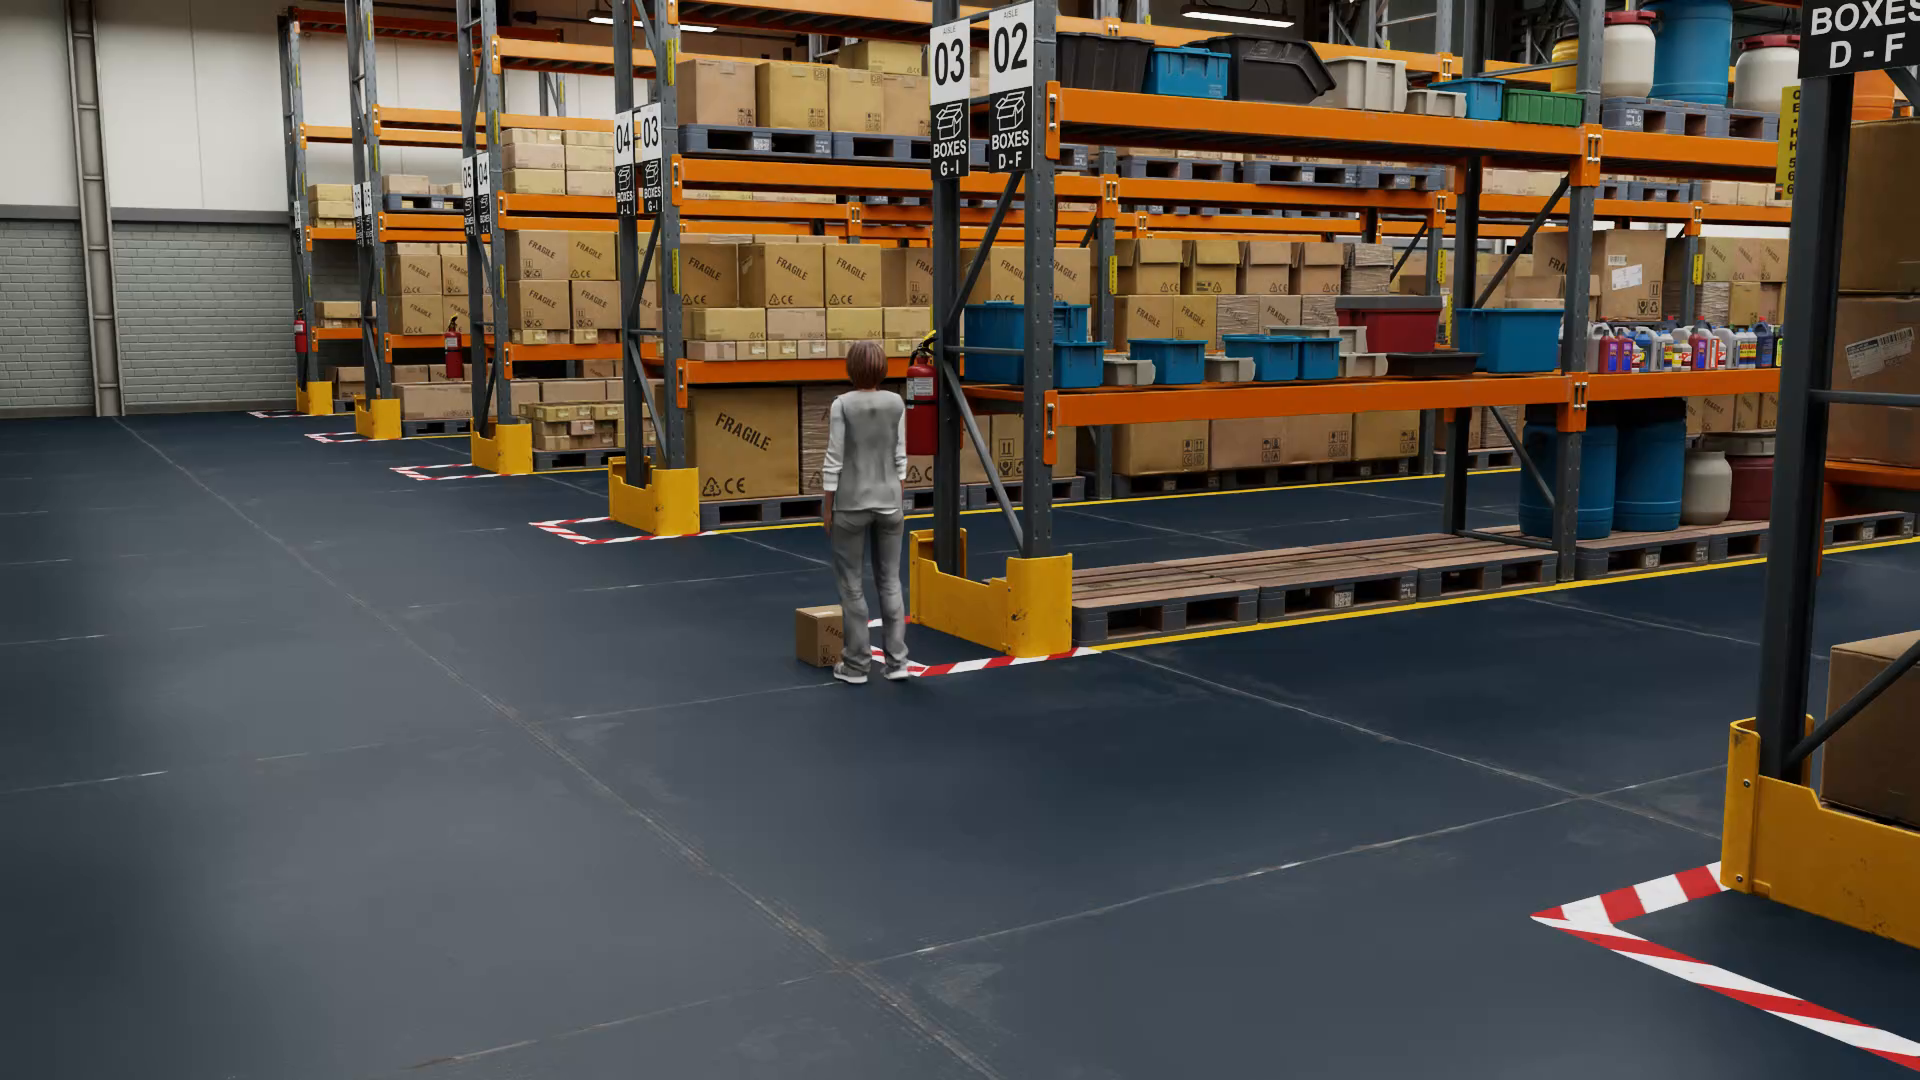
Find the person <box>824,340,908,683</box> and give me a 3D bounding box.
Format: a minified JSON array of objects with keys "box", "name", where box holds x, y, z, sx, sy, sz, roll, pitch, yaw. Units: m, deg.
[{"box":[-0.445,-0.117,7.743,0.393,1.622,0.306,-4,9,-25],"name":"person"}]
